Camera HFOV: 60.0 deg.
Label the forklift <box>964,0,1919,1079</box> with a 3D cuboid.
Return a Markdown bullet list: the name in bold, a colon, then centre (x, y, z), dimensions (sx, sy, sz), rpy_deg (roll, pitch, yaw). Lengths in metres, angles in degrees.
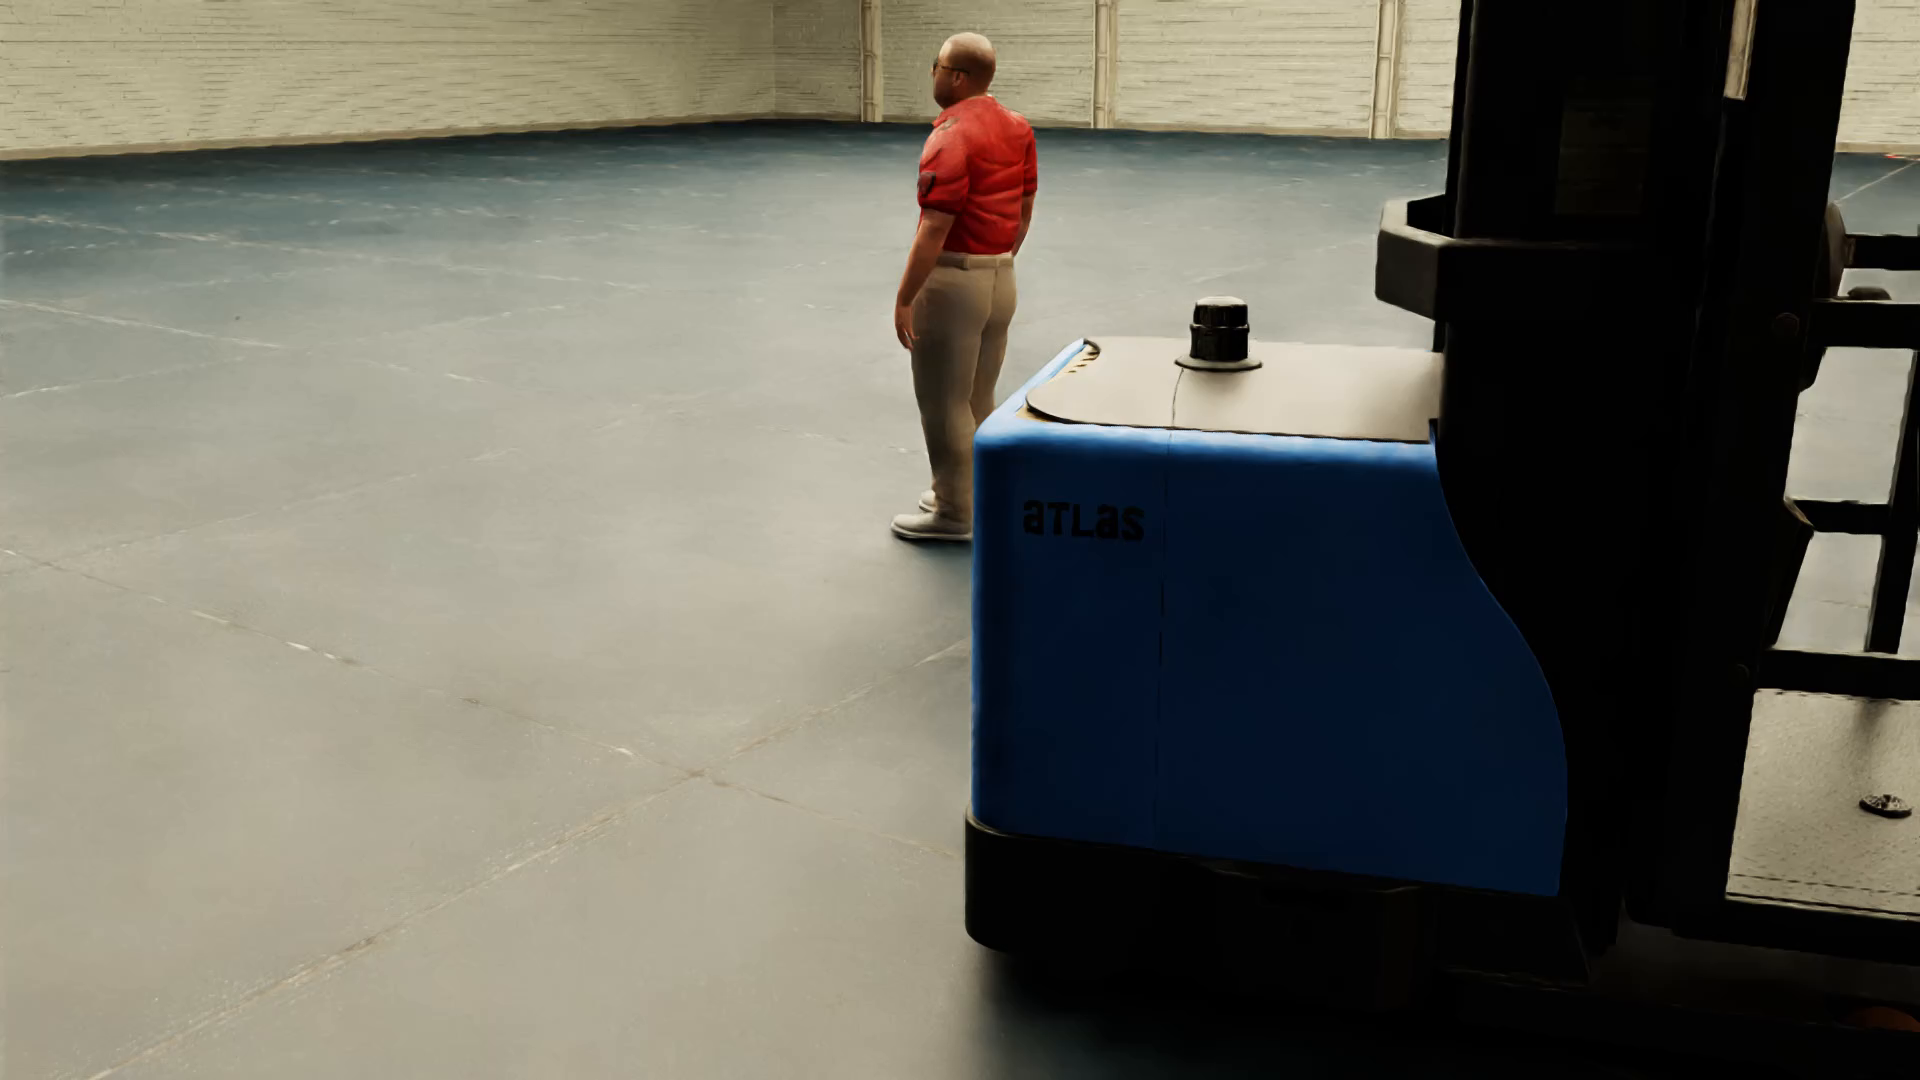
- **forklift**: centre (1.583, -0.607, 2.862), dimensions (3.031, 2.935, 1.130), rpy_deg (4, 17, 14)

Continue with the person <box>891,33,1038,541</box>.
- **person**: centre (-0.067, -0.852, 5.757), dimensions (0.550, 1.726, 0.640), rpy_deg (11, 20, 33)
